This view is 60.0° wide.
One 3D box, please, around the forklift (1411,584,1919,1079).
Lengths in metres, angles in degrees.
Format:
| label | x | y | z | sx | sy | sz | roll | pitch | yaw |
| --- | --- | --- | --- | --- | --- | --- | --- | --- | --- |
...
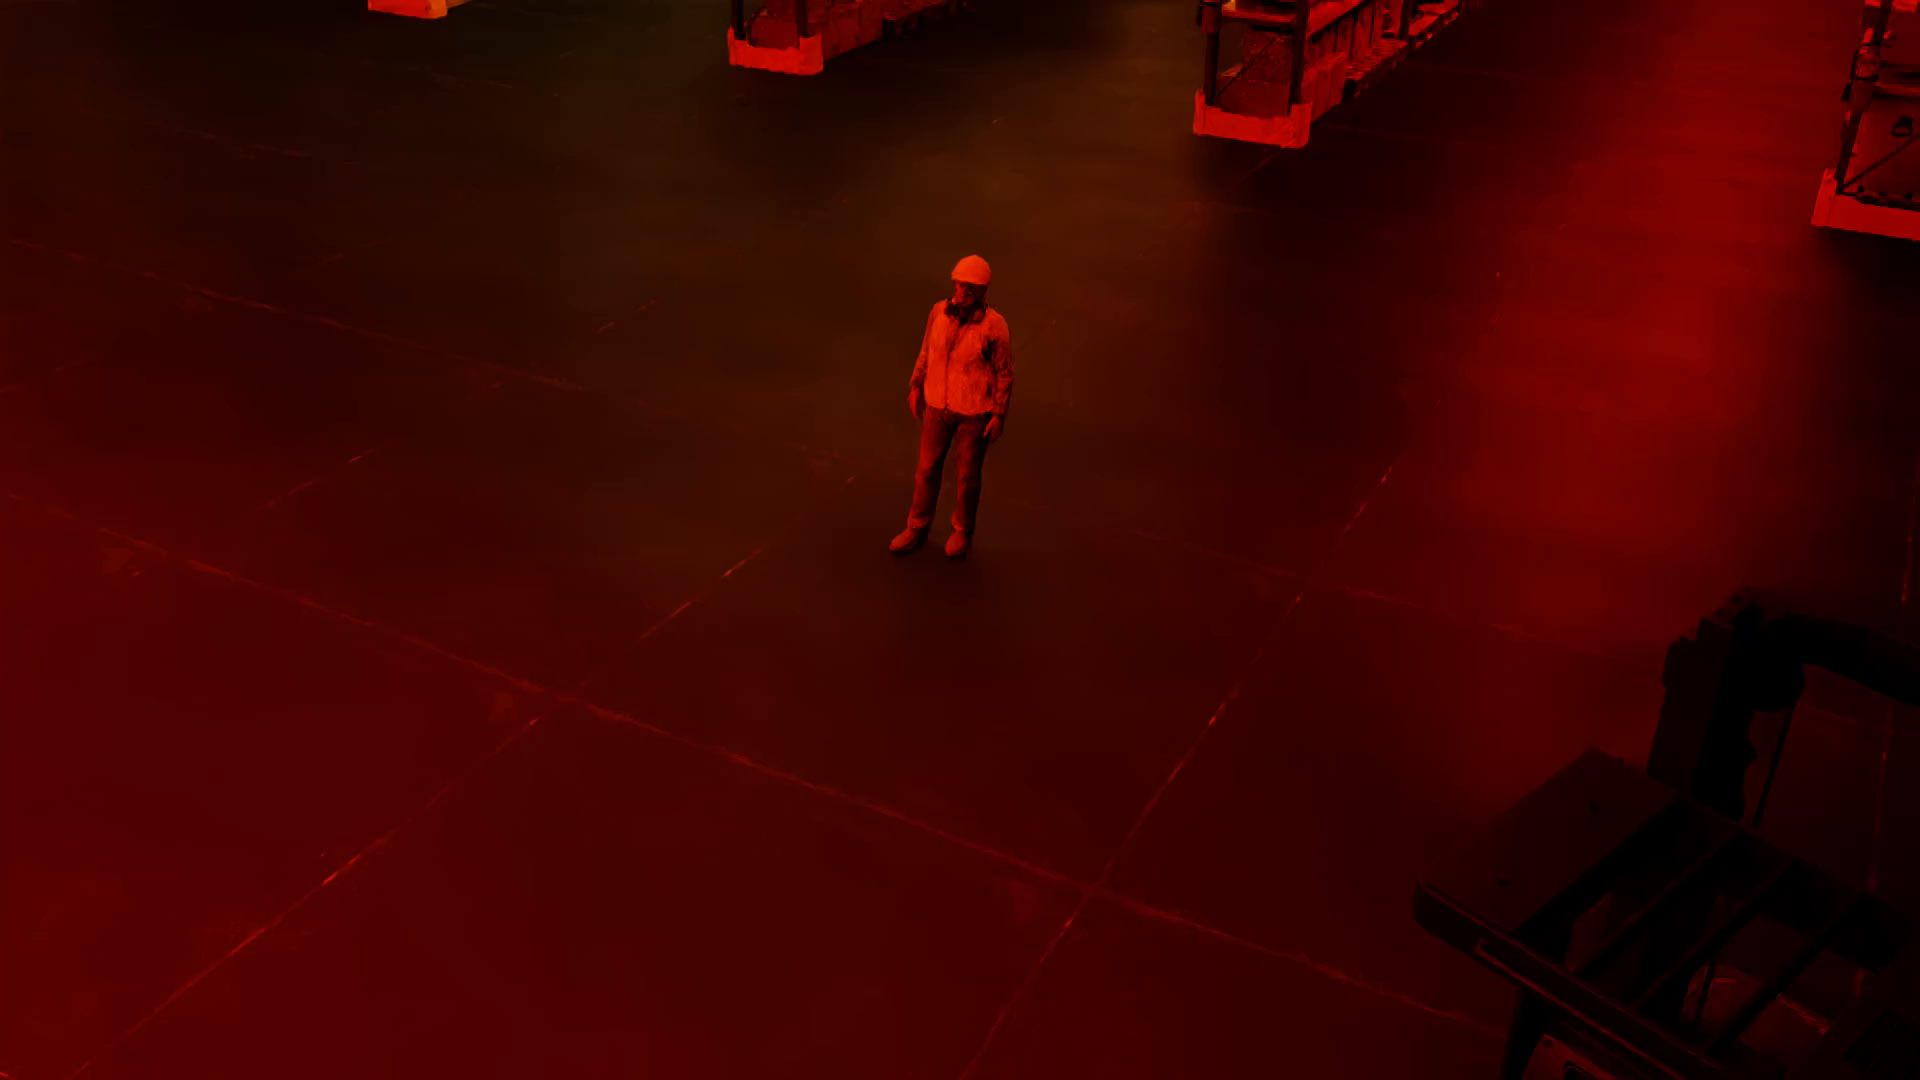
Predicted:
| label | x | y | z | sx | sy | sz | roll | pitch | yaw |
| --- | --- | --- | --- | --- | --- | --- | --- | --- | --- |
| forklift | 1.704 | 1.696 | 4.131 | 3.031 | 2.935 | 1.130 | -24 | 37 | -35 |

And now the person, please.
| label | x | y | z | sx | sy | sz | roll | pitch | yaw |
| --- | --- | --- | --- | --- | --- | --- | --- | --- | --- |
| person | -0.037 | -0.749 | 9.512 | 0.632 | 1.773 | 0.567 | 15 | 33 | 25 |
